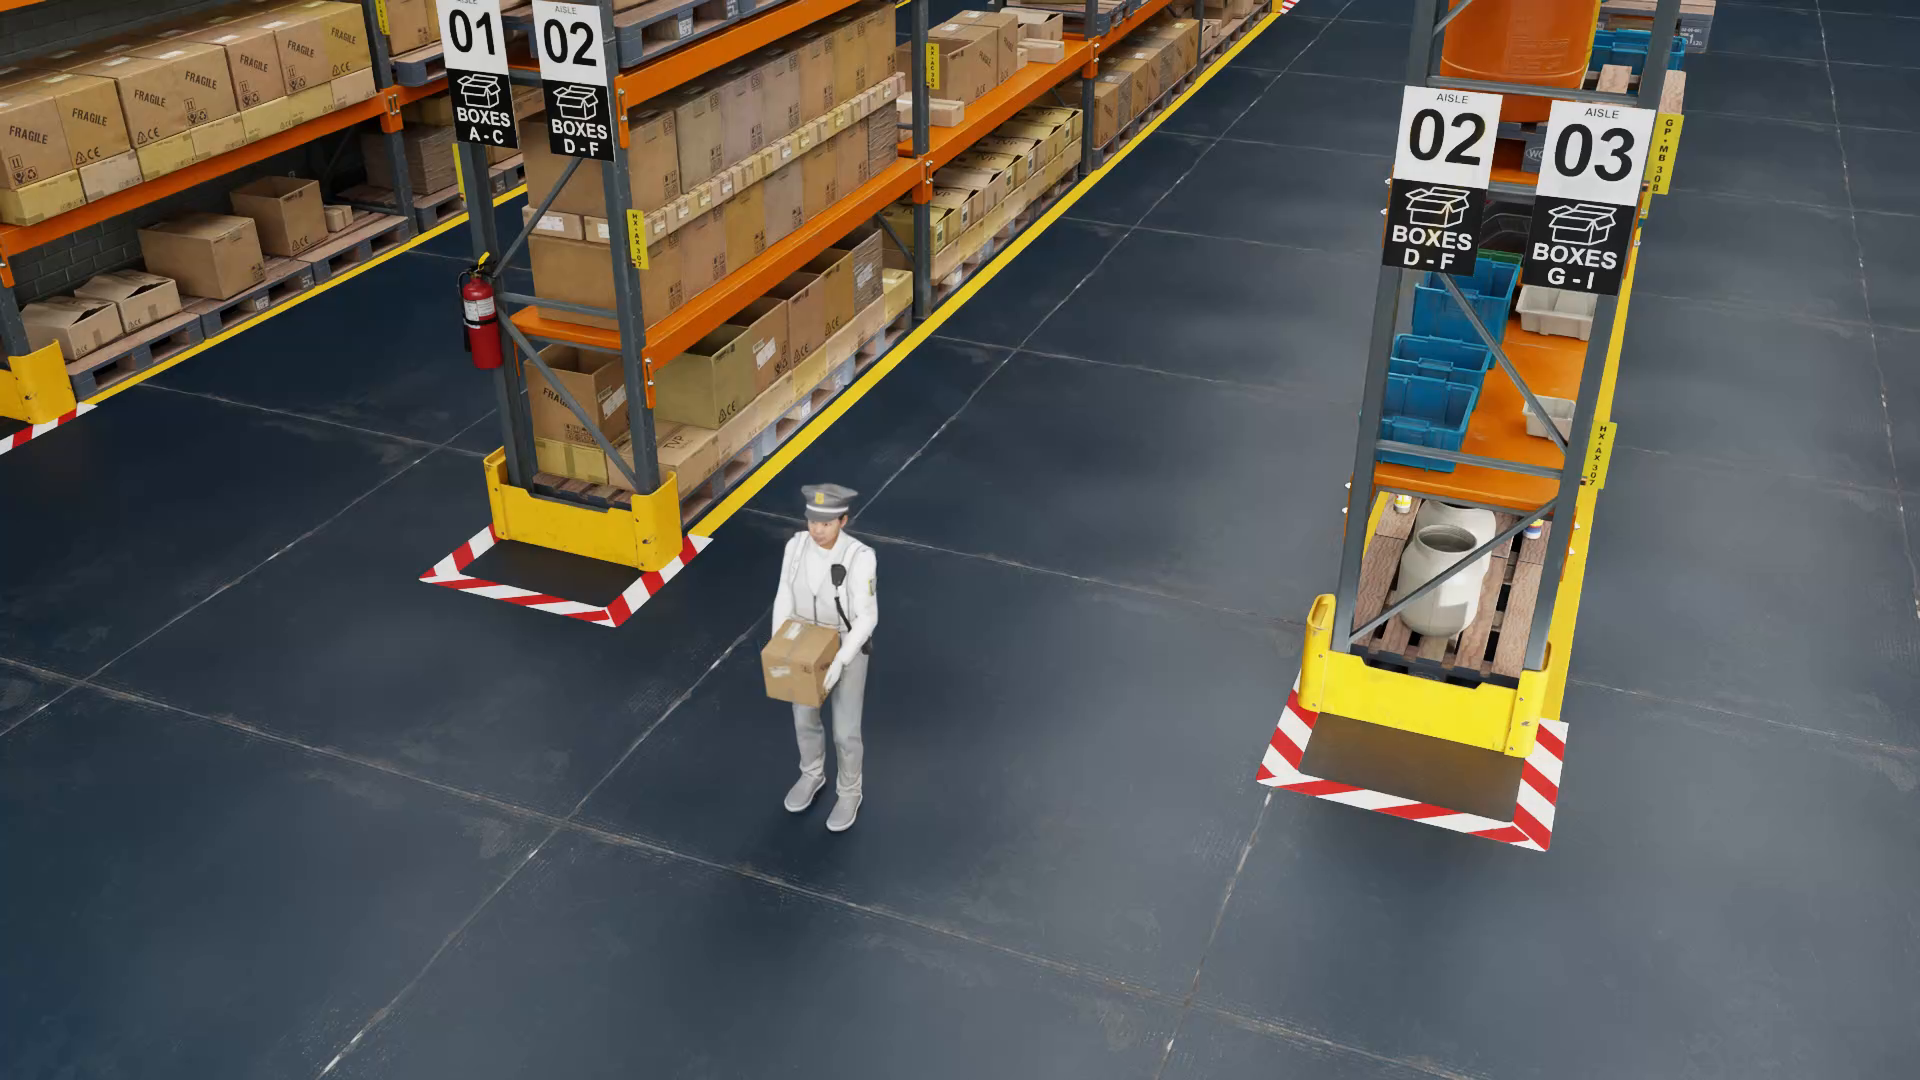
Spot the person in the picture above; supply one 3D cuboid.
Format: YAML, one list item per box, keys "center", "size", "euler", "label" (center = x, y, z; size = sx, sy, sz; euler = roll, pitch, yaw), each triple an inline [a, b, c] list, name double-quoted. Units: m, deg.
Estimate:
- center: [-0.613, 0.530, 7.434]
  size: [0.489, 1.692, 0.489]
  euler: [11, 32, 19]
  label: "person"
